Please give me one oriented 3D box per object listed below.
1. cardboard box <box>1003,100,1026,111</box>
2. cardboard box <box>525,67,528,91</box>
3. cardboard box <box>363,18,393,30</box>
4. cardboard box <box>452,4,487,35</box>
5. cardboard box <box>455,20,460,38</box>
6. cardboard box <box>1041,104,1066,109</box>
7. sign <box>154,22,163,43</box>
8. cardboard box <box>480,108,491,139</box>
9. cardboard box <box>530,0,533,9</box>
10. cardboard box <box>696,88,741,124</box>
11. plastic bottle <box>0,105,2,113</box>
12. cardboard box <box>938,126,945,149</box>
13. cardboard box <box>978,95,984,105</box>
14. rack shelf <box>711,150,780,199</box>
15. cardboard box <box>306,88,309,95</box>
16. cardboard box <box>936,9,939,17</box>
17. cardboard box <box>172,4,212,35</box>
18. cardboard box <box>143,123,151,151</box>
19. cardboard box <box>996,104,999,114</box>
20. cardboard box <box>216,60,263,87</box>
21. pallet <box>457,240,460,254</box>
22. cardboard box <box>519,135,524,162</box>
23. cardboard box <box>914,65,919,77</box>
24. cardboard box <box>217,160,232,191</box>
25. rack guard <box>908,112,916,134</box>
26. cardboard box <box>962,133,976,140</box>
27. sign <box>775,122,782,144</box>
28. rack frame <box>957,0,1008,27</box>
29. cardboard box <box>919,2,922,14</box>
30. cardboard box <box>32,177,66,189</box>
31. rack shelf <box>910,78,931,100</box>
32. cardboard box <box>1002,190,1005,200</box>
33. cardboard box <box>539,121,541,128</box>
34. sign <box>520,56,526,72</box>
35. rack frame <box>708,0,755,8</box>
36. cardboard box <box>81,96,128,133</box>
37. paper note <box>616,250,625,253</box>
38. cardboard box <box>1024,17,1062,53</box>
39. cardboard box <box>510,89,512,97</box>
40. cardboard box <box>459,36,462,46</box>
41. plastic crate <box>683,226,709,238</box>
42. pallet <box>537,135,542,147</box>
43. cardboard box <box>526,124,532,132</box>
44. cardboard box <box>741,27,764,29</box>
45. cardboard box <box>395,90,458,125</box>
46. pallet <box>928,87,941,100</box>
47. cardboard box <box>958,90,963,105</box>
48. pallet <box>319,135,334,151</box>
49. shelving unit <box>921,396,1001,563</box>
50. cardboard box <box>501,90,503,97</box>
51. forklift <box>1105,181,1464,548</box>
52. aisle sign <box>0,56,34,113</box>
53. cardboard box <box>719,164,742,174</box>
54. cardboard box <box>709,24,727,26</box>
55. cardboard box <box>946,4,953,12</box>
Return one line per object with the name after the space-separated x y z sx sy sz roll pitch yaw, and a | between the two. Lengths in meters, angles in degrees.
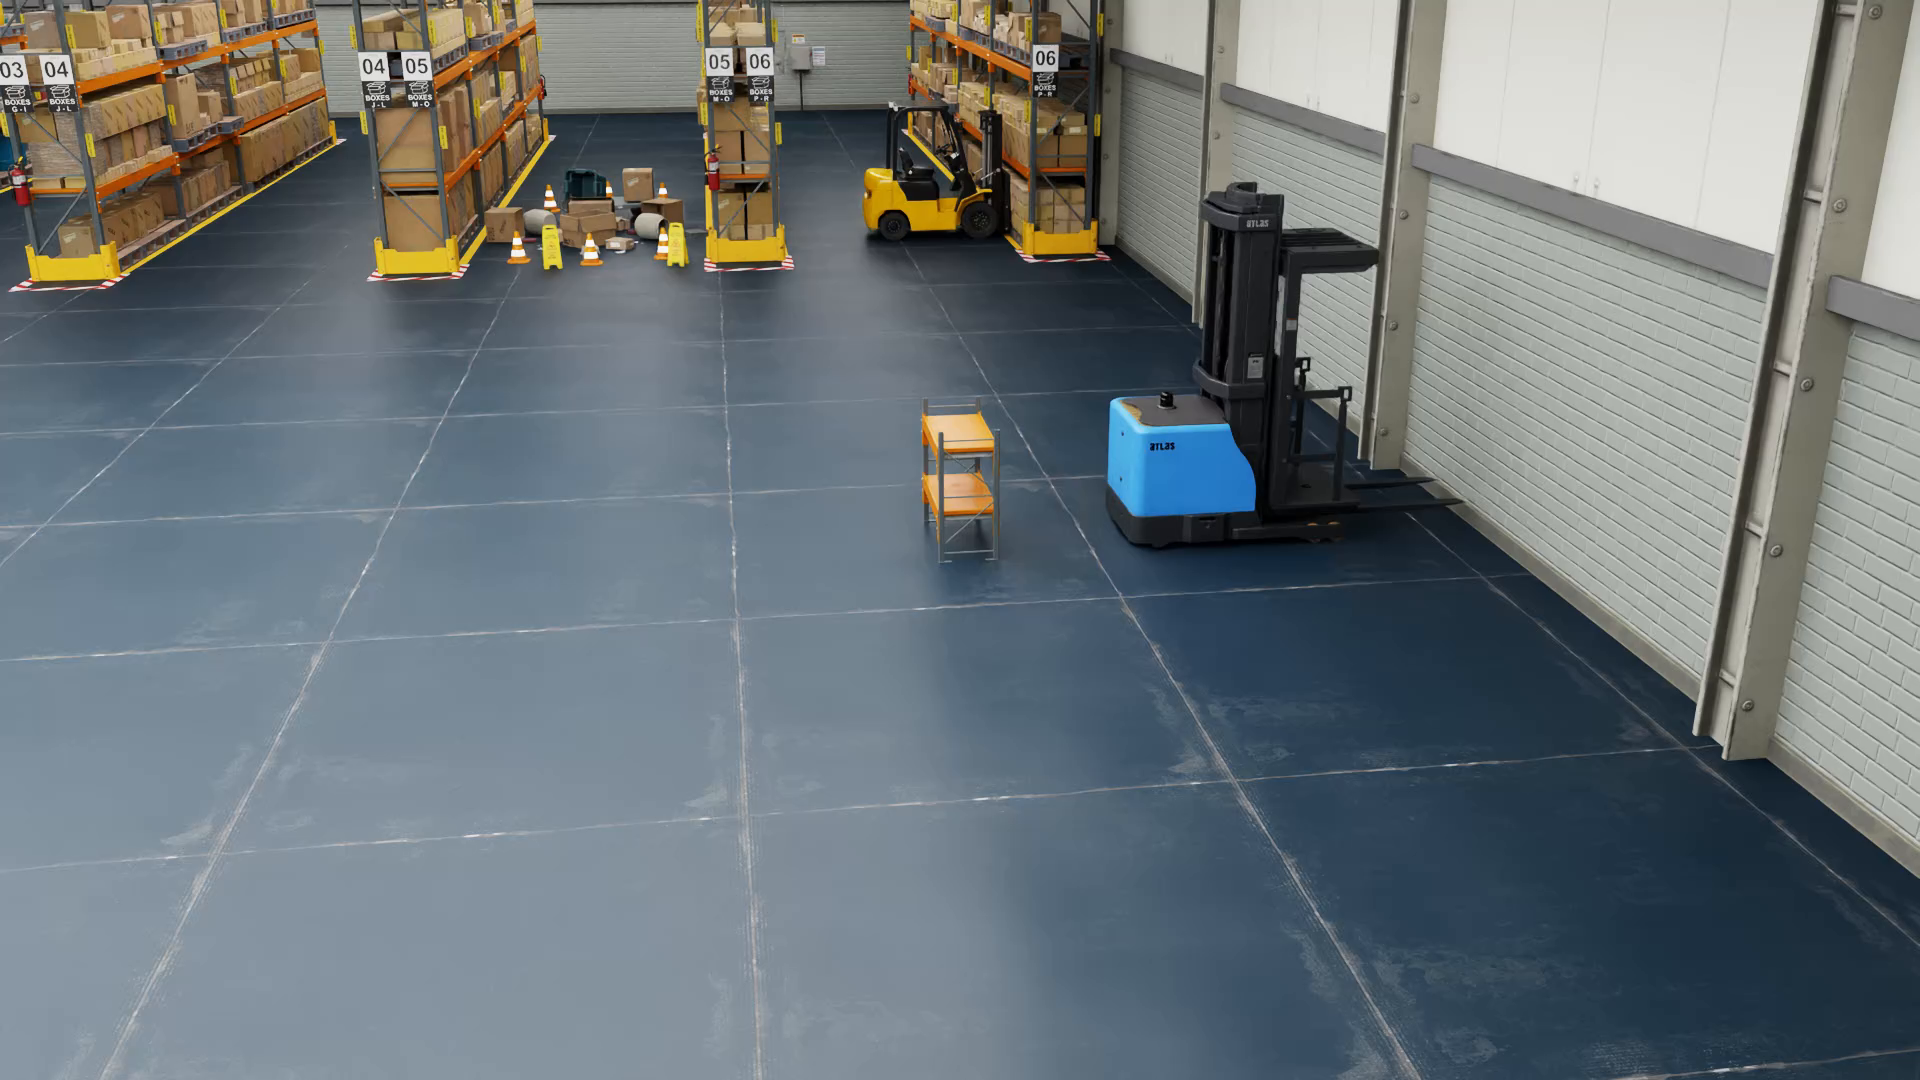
0.943 -7.421 28.378 0.380 0.149 0.250 -3 21 -9 | cardboard box
-9.830 -10.188 36.713 0.500 0.500 0.500 -3 21 -8 | cardboard box
-8.656 -7.671 24.731 0.380 0.149 0.250 -3 21 -7 | cardboard box
-8.825 -9.370 29.916 0.500 0.500 0.500 -3 21 -8 | cardboard box
-8.379 -8.262 26.883 0.500 0.250 0.500 -3 21 -8 | cardboard box
1.564 -7.182 27.738 0.380 0.149 0.250 -3 21 -7 | cardboard box
-13.163 -8.339 27.304 0.100 0.325 0.005 -3 21 -8 | sign
-8.729 -7.467 29.853 0.500 0.500 0.500 -3 21 -8 | cardboard box
-10.188 -12.454 38.561 0.500 0.250 0.500 -4 21 -9 | cardboard box
-3.847 -6.944 26.598 0.700 0.500 0.500 -3 21 -8 | cardboard box
-19.199 -8.575 33.140 0.152 0.276 0.135 -3 21 -8 | plastic bottle
-0.201 -8.846 36.660 0.500 0.500 0.500 -3 21 -8 | cardboard box
0.542 -8.131 30.703 0.380 0.149 0.250 -4 21 -9 | cardboard box
-3.604 -6.132 27.449 1.077 0.370 4.000 -3 21 -8 | rack shelf
-14.832 -10.063 37.304 0.380 0.149 0.250 -3 21 -7 | cardboard box
-0.308 -11.149 35.181 0.380 0.149 0.250 -2 21 -6 | cardboard box
-13.875 -9.403 30.035 0.500 0.500 0.500 -3 21 -8 | cardboard box
-13.658 -6.514 26.876 0.875 0.500 0.500 -3 21 -8 | cardboard box
0.843 -7.550 29.149 0.380 0.149 0.250 -2 21 -6 | cardboard box
-14.665 -9.489 33.833 0.797 0.503 0.637 -3 21 -7 | cardboard box
-8.392 -4.458 25.926 1.003 0.211 1.213 -3 21 -8 | pallet
-9.500 -8.251 35.067 0.500 0.500 0.500 -3 21 -9 | cardboard box
-0.839 -11.292 40.025 0.500 0.250 0.500 -3 21 -7 | cardboard box
-14.159 -6.851 31.289 0.700 0.500 0.500 -4 21 -11 | cardboard box
-0.700 -10.370 41.342 1.175 0.500 0.348 -3 21 -8 | rack guard
0.120 -8.286 34.233 0.380 0.149 0.250 -4 21 -10 | cardboard box
-2.779 -6.209 25.391 0.100 0.325 0.005 -3 21 -8 | sign
0.442 -11.608 32.509 1.000 3.000 0.127 -3 21 -8 | rack frame
-0.665 -12.344 38.555 0.500 0.250 0.500 -3 21 -9 | cardboard box
-13.368 -5.247 24.411 0.380 0.149 0.250 -3 21 -8 | cardboard box
-0.423 -10.538 39.247 1.077 0.370 4.000 -3 21 -8 | rack shelf
0.990 -5.849 28.279 0.500 0.250 0.500 -3 21 -8 | cardboard box
-10.148 -9.864 39.462 0.380 0.149 0.250 -3 21 -9 | cardboard box
-9.381 -10.218 35.707 0.100 0.325 0.005 -3 21 -8 | sign
-4.469 -11.357 31.836 1.000 3.000 0.127 -3 21 -8 | rack frame
-13.071 -6.482 25.361 0.500 0.500 0.500 -3 21 -8 | cardboard box
-5.422 -4.612 26.596 0.148 0.019 0.142 -11 23 -26 | paper note
1.290 -7.865 25.887 0.500 0.500 0.500 -2 21 -6 | cardboard box
-9.569 -9.335 34.756 0.380 0.149 0.250 -4 21 -11 | cardboard box
-8.332 -8.121 27.076 0.380 0.149 0.250 -3 21 -7 | cardboard box
-4.478 -5.209 28.122 0.402 0.080 0.583 -11 23 -26 | plastic crate
-10.413 -9.416 39.199 1.003 0.211 1.213 -3 21 -8 | pallet
-9.857 -9.281 37.477 0.380 0.149 0.250 -2 21 -7 | cardboard box
-3.377 -8.278 27.099 0.380 0.149 0.250 -3 21 -7 | cardboard box
-8.621 -6.945 26.840 0.875 0.550 0.550 -3 21 -8 | cardboard box
-0.127 -9.811 36.545 1.003 0.211 1.213 -3 21 -8 | pallet
0.240 -8.795 33.050 0.500 0.250 0.500 -3 21 -8 | cardboard box
-15.236 -9.237 38.720 1.003 0.211 1.213 -3 21 -8 | pallet
-0.001 -0.529 14.100 0.538 1.125 1.048 -3 21 -8 | shelving unit
-9.344 -8.931 33.249 0.380 0.149 0.250 -3 21 -8 | cardboard box
2.862 -1.530 14.199 3.031 2.935 1.130 -3 21 -8 | forklift
-13.411 -6.458 23.578 0.394 0.787 0.004 -3 21 -8 | aisle sign
-3.582 -5.777 25.831 0.380 0.149 0.250 -2 21 -6 | cardboard box
-4.075 -8.516 27.738 0.380 0.149 0.250 -4 21 -10 | cardboard box
-0.087 -11.012 34.420 0.380 0.149 0.250 -3 21 -8 | cardboard box
